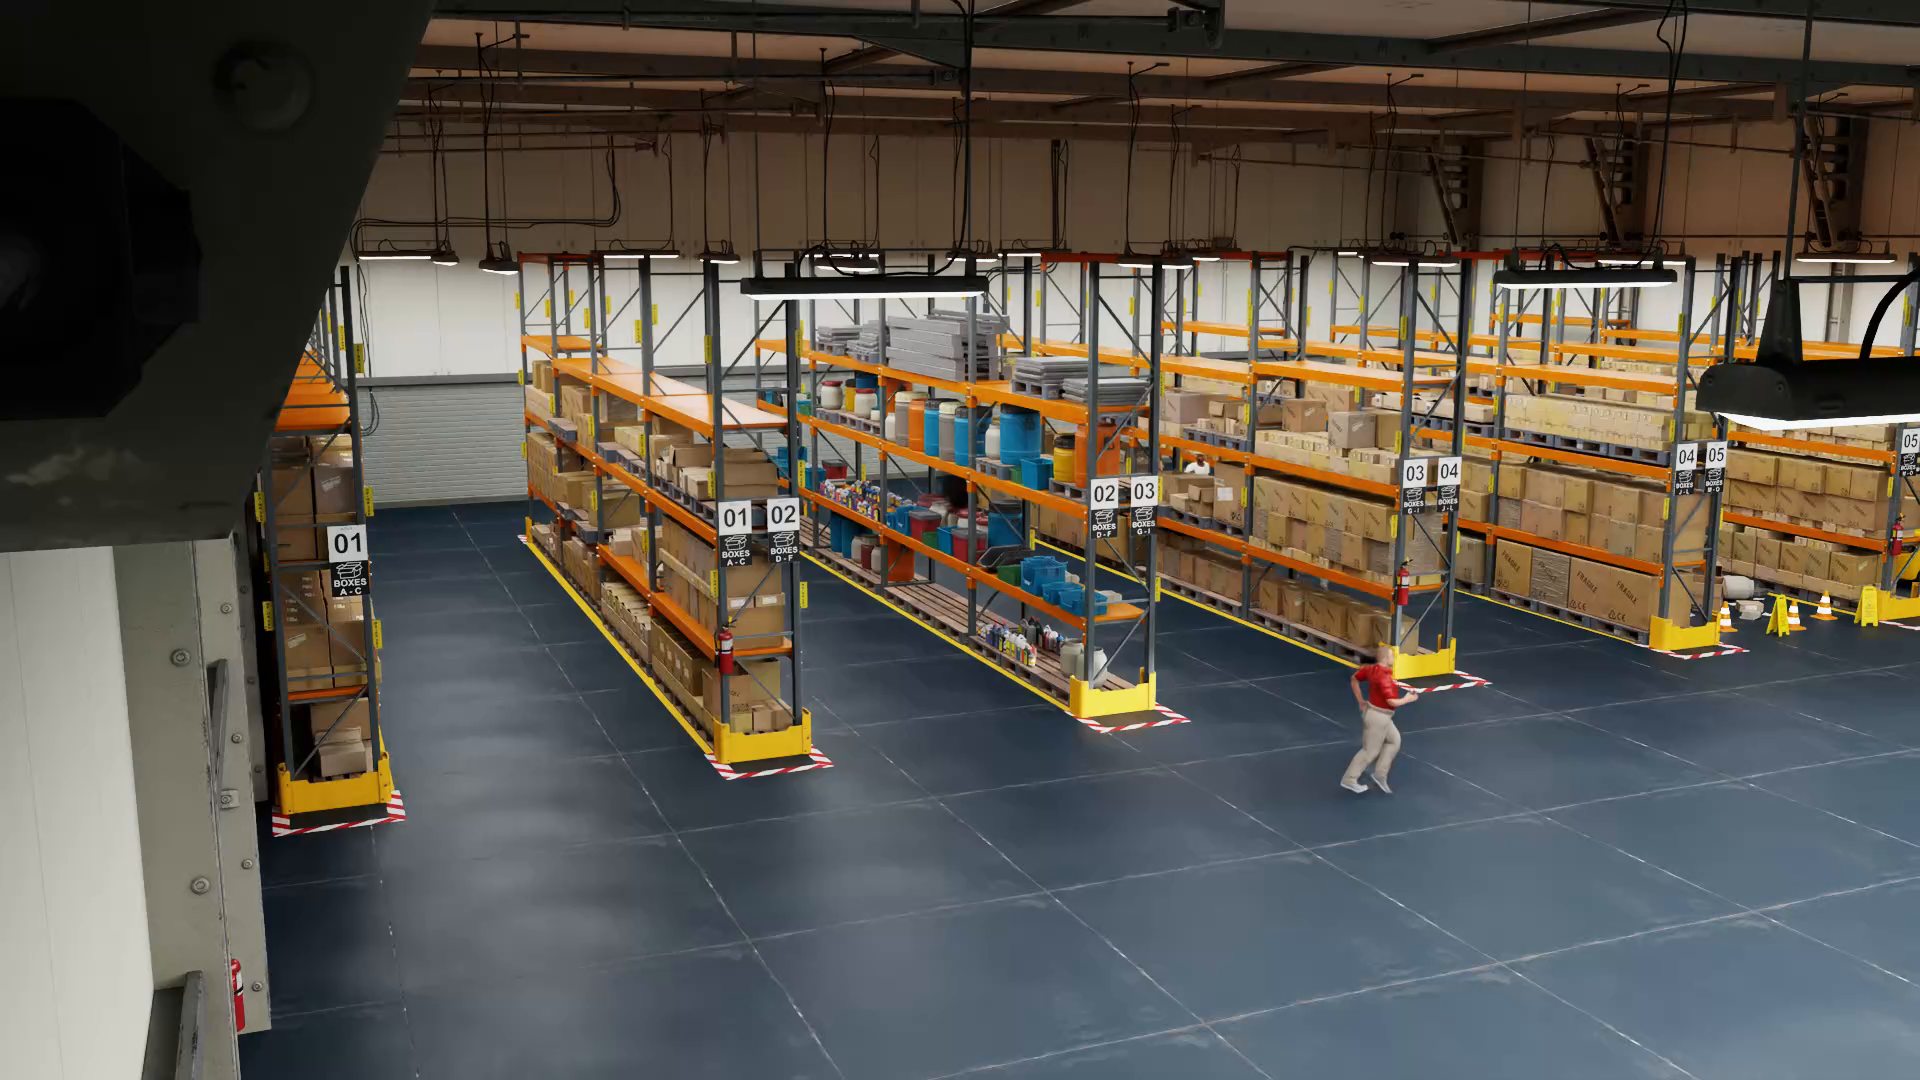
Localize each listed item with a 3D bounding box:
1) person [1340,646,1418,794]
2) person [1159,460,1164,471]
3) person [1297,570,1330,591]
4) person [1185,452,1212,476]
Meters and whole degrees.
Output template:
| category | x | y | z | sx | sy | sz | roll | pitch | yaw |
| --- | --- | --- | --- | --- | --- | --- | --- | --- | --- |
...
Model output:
| category | x | y | z | sx | sy | sz | roll | pitch | yaw |
| --- | --- | --- | --- | --- | --- | --- | --- | --- | --- |
| person | 4.777 | 2.081 | 18.962 | 0.849 | 1.787 | 0.630 | 0 | 10 | 2 |
| person | 4.195 | -0.747 | 35.031 | 0.570 | 1.412 | 0.960 | -5 | 12 | -26 |
| person | 6.479 | 0.107 | 29.987 | 0.612 | 1.660 | 0.740 | -6 | 12 | -29 |
| person | 5.189 | -1.097 | 36.236 | 0.708 | 1.761 | 0.862 | -4 | 11 | -23 |
